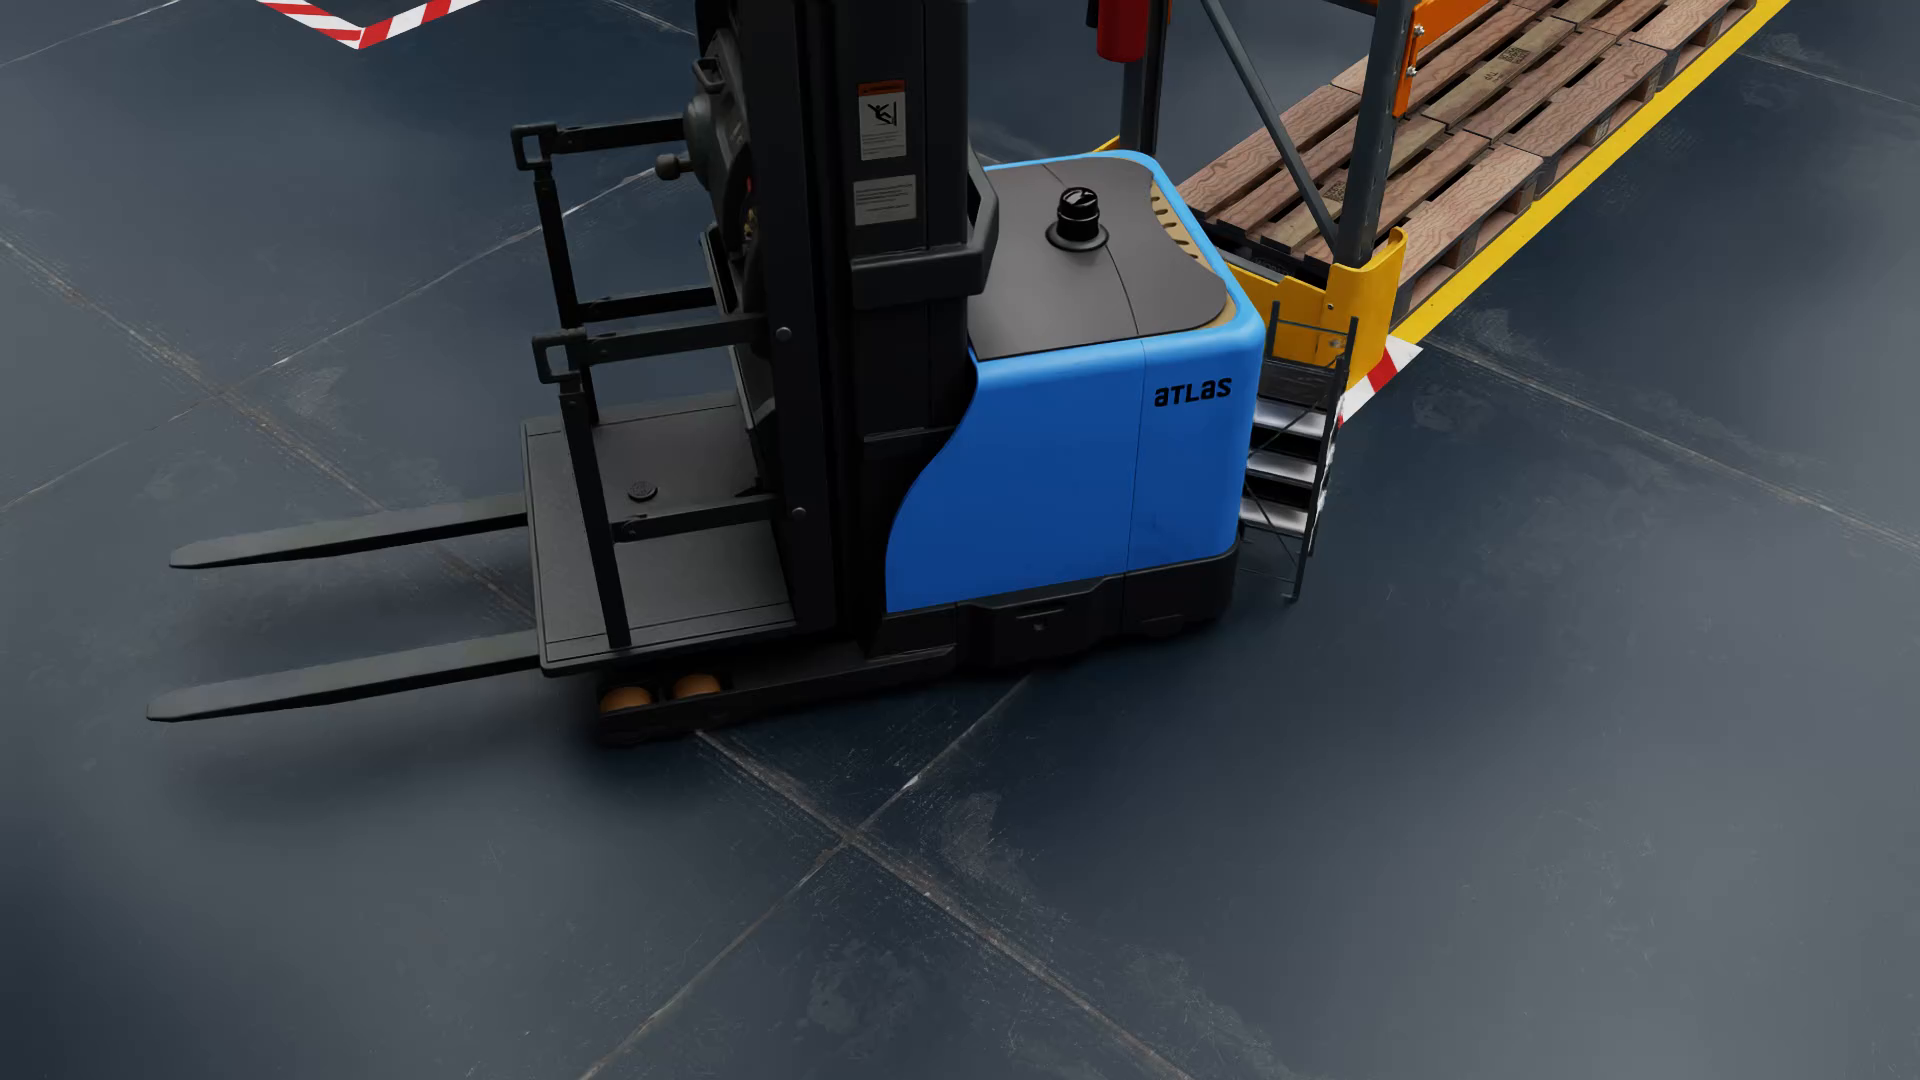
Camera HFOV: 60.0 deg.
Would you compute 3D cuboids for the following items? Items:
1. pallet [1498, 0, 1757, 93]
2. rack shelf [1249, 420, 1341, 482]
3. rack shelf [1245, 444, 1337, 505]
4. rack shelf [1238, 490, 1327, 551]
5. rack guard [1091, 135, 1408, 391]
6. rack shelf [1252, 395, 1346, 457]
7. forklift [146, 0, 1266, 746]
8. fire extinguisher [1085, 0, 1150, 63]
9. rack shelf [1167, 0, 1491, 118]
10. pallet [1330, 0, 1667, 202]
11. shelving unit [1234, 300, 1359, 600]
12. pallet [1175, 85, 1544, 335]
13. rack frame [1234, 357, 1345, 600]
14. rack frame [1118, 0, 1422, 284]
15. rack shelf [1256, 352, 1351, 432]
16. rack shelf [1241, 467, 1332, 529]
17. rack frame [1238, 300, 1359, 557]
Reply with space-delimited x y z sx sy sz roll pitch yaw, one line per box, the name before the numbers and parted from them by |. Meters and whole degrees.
pallet | 3.126 -2.598 7.951 1.003 0.211 1.213 29 50 28
rack shelf | 0.953 -0.287 4.812 0.258 0.077 0.200 14 44 15
rack shelf | 0.952 -0.220 4.873 0.258 0.077 0.200 14 44 15
rack shelf | 0.952 -0.087 4.994 0.258 0.077 0.200 14 44 15
rack guard | 0.990 -1.023 6.004 1.175 0.500 0.348 29 50 28
rack shelf | 0.953 -0.353 4.751 0.258 0.077 0.200 14 44 15
forklift | -0.765 -0.911 4.073 3.031 2.935 1.130 -10 43 -10
fire extinguisher | 0.550 -1.918 5.465 0.296 0.674 0.183 29 50 28
rack shelf | 2.282 -2.730 6.557 1.077 0.370 4.000 29 50 28
pallet | 2.341 -1.967 7.257 1.003 0.211 1.213 29 50 28
shelving unit | 0.952 -0.245 4.850 0.258 0.900 0.210 14 44 15
pallet | 1.555 -1.342 6.569 1.003 0.211 1.213 29 50 28
rack frame | 0.917 -0.181 4.780 0.240 0.900 0.006 14 44 15
rack frame | 0.995 -1.966 5.182 1.000 3.000 0.127 29 50 28
rack shelf | 0.953 -0.420 4.691 0.258 0.077 0.200 14 44 15
rack shelf | 0.952 -0.153 4.933 0.258 0.077 0.200 14 44 15
rack frame | 0.988 -0.309 4.921 0.240 0.900 0.006 14 44 15
